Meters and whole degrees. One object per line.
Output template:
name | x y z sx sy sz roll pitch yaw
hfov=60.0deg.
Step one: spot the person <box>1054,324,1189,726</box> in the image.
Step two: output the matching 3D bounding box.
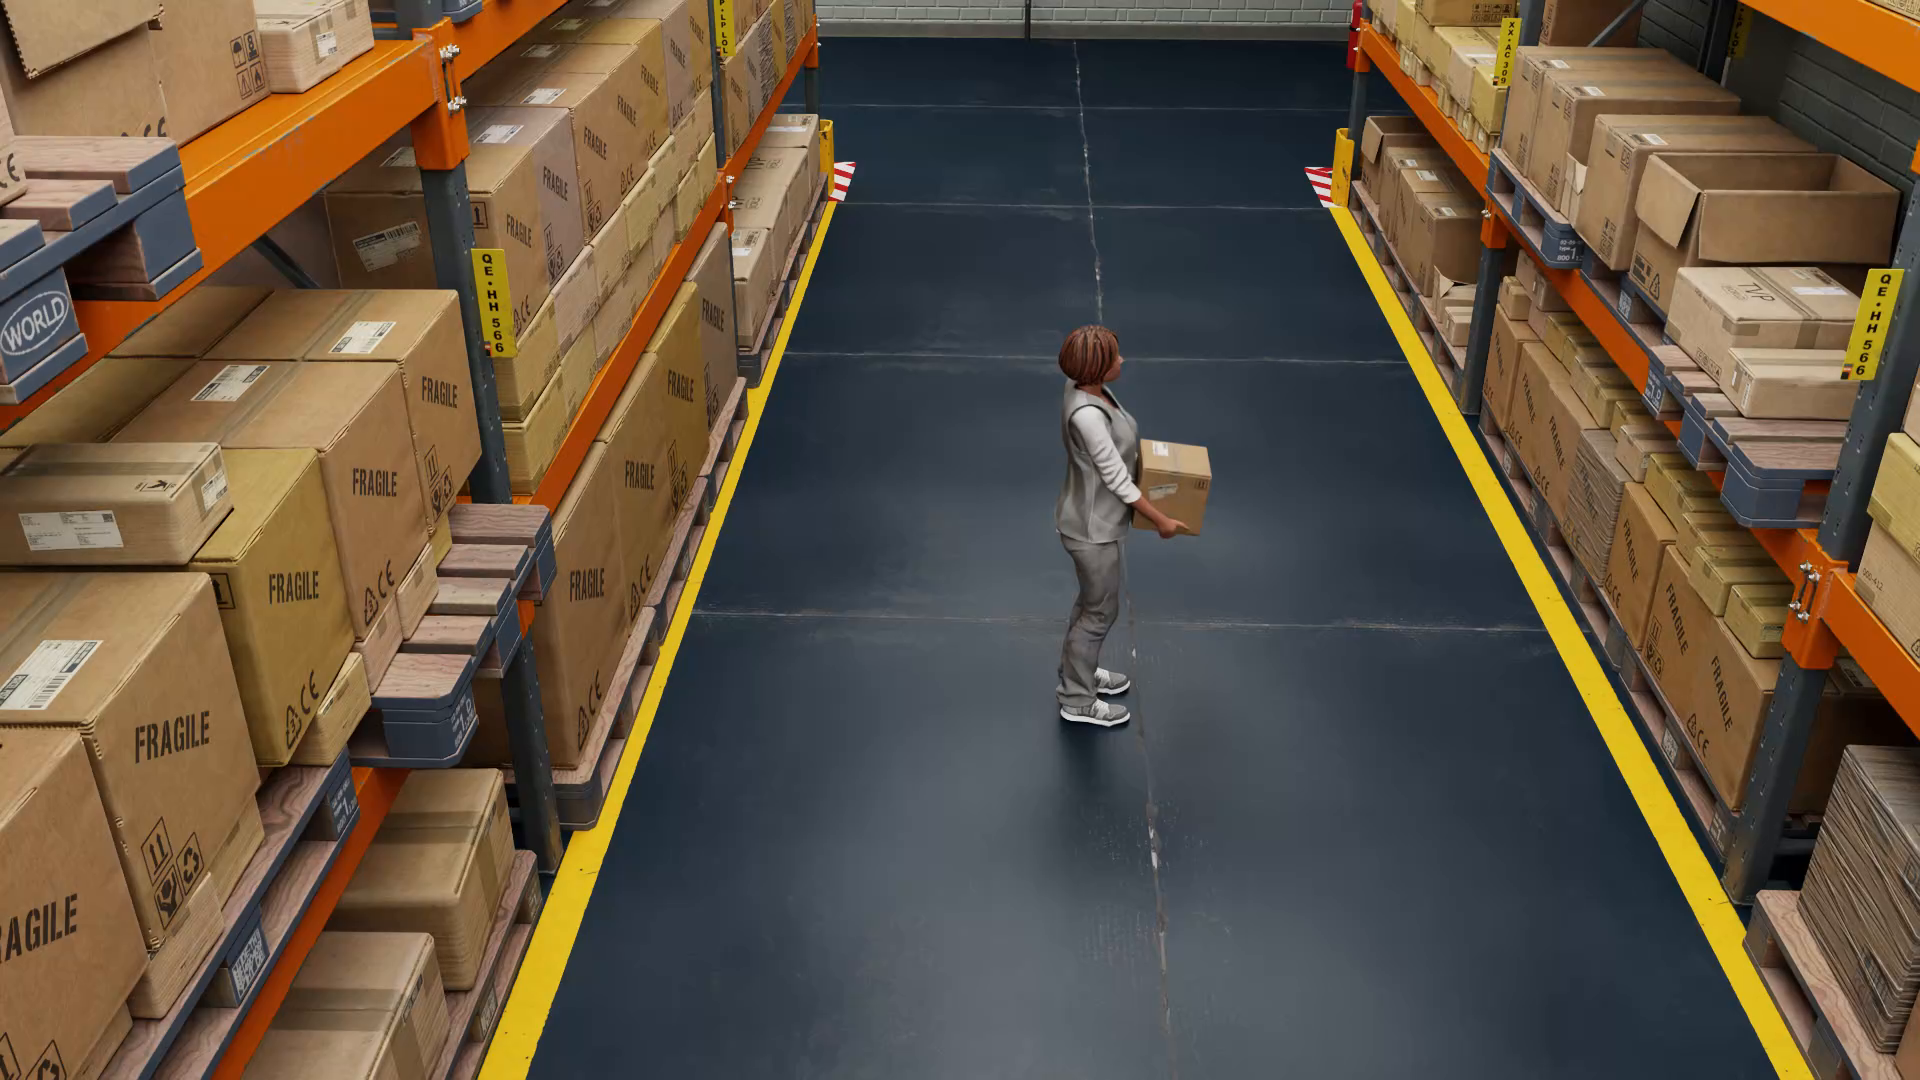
person | 0.597 -0.047 6.228 0.494 1.593 0.404 2 28 3
